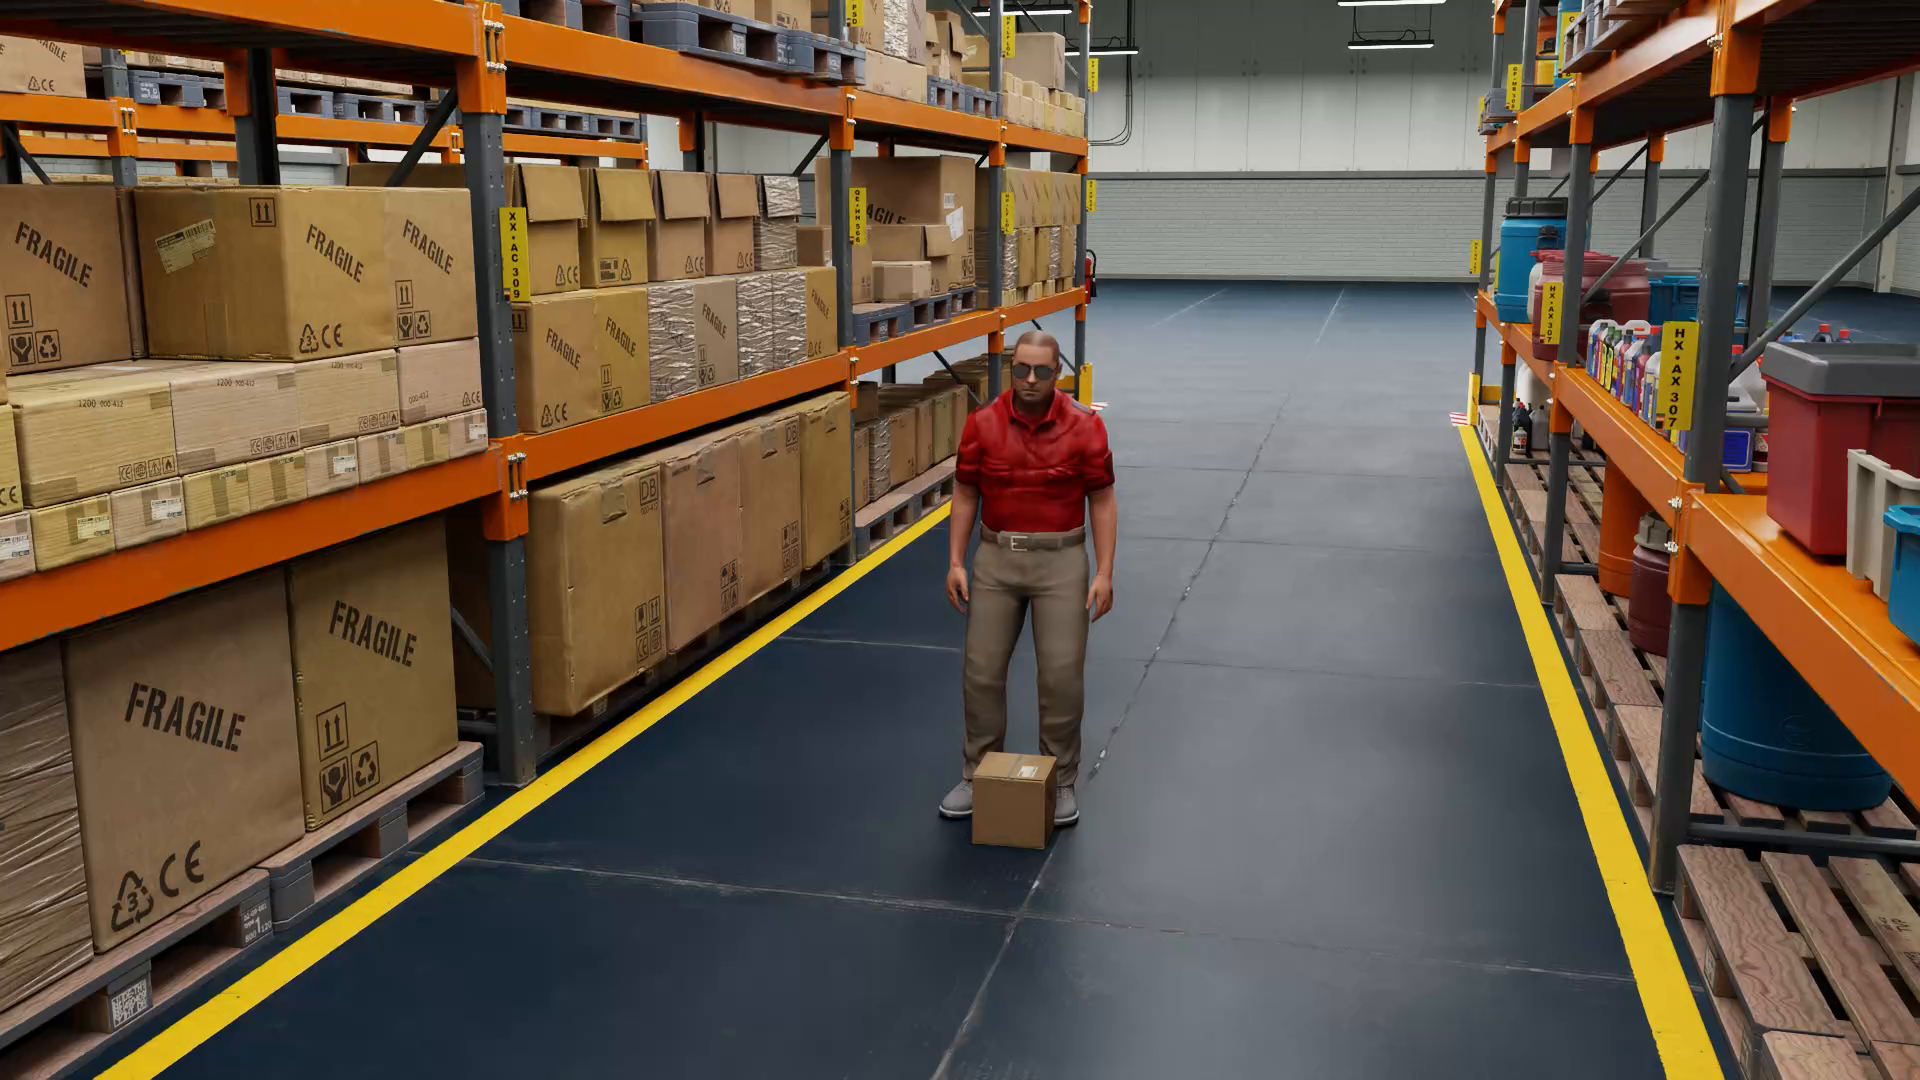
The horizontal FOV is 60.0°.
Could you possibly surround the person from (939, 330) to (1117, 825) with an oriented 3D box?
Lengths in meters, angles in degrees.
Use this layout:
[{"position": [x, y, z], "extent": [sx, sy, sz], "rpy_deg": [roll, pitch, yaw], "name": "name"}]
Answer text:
[{"position": [0.245, 0.124, 5.861], "extent": [0.604, 1.728, 0.385], "rpy_deg": [2, 12, 11], "name": "person"}]
